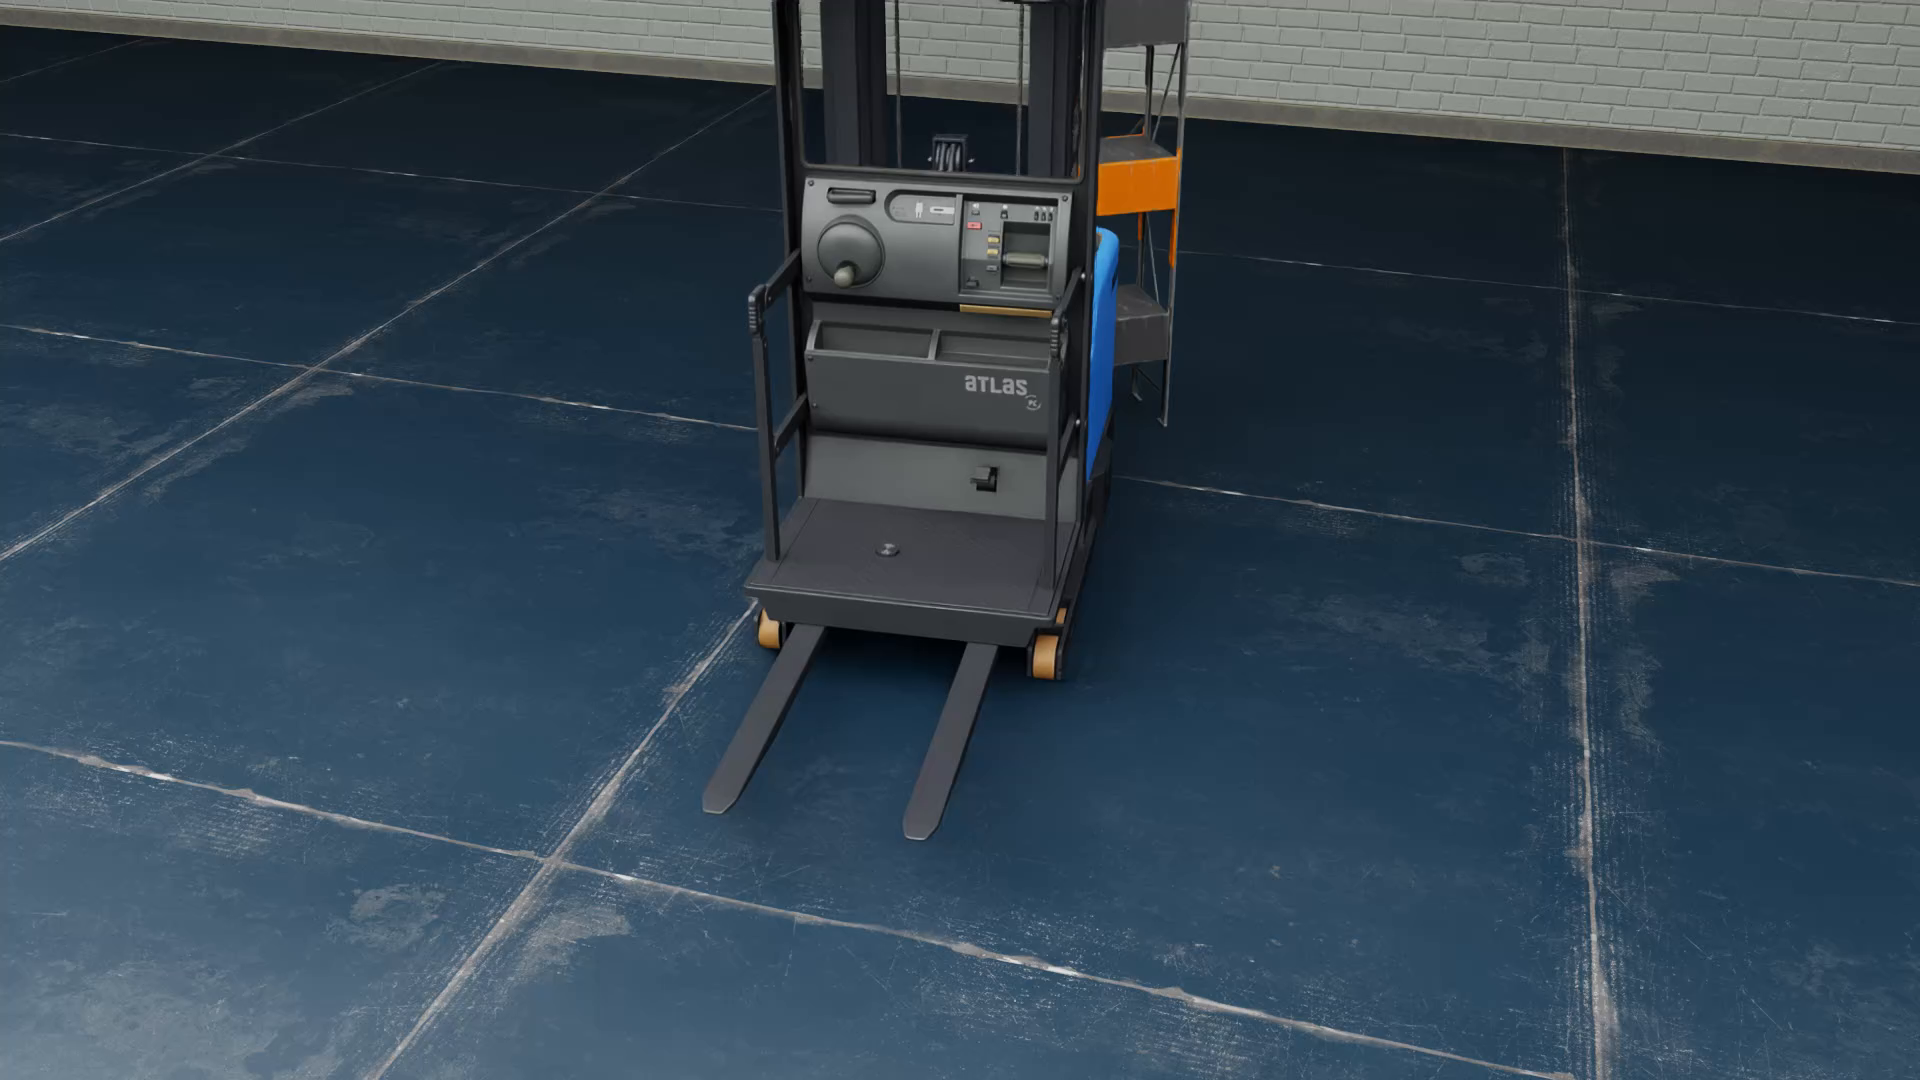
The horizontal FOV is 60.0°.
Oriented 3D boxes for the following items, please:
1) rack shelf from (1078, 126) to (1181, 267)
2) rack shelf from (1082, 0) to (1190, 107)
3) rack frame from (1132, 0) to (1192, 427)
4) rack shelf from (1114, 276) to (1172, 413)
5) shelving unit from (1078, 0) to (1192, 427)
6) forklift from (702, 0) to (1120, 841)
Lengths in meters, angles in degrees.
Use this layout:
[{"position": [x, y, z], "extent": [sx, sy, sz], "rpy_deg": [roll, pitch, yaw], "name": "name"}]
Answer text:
[{"position": [0.650, -1.487, 7.284], "extent": [0.480, 0.518, 0.431], "rpy_deg": [-8, 30, -14], "name": "rack shelf"}, {"position": [0.646, -2.102, 6.949], "extent": [0.480, 0.518, 0.431], "rpy_deg": [-8, 30, -14], "name": "rack shelf"}, {"position": [0.884, -1.533, 7.337], "extent": [0.015, 2.100, 0.400], "rpy_deg": [-8, 30, -14], "name": "rack frame"}, {"position": [0.655, -0.872, 7.619], "extent": [0.480, 0.518, 0.431], "rpy_deg": [-8, 30, -14], "name": "rack shelf"}, {"position": [0.650, -1.499, 7.278], "extent": [0.503, 2.100, 0.431], "rpy_deg": [-8, 30, -14], "name": "shelving unit"}, {"position": [-0.125, -0.982, 5.500], "extent": [1.130, 2.935, 3.031], "rpy_deg": [6, 30, 10], "name": "forklift"}]
